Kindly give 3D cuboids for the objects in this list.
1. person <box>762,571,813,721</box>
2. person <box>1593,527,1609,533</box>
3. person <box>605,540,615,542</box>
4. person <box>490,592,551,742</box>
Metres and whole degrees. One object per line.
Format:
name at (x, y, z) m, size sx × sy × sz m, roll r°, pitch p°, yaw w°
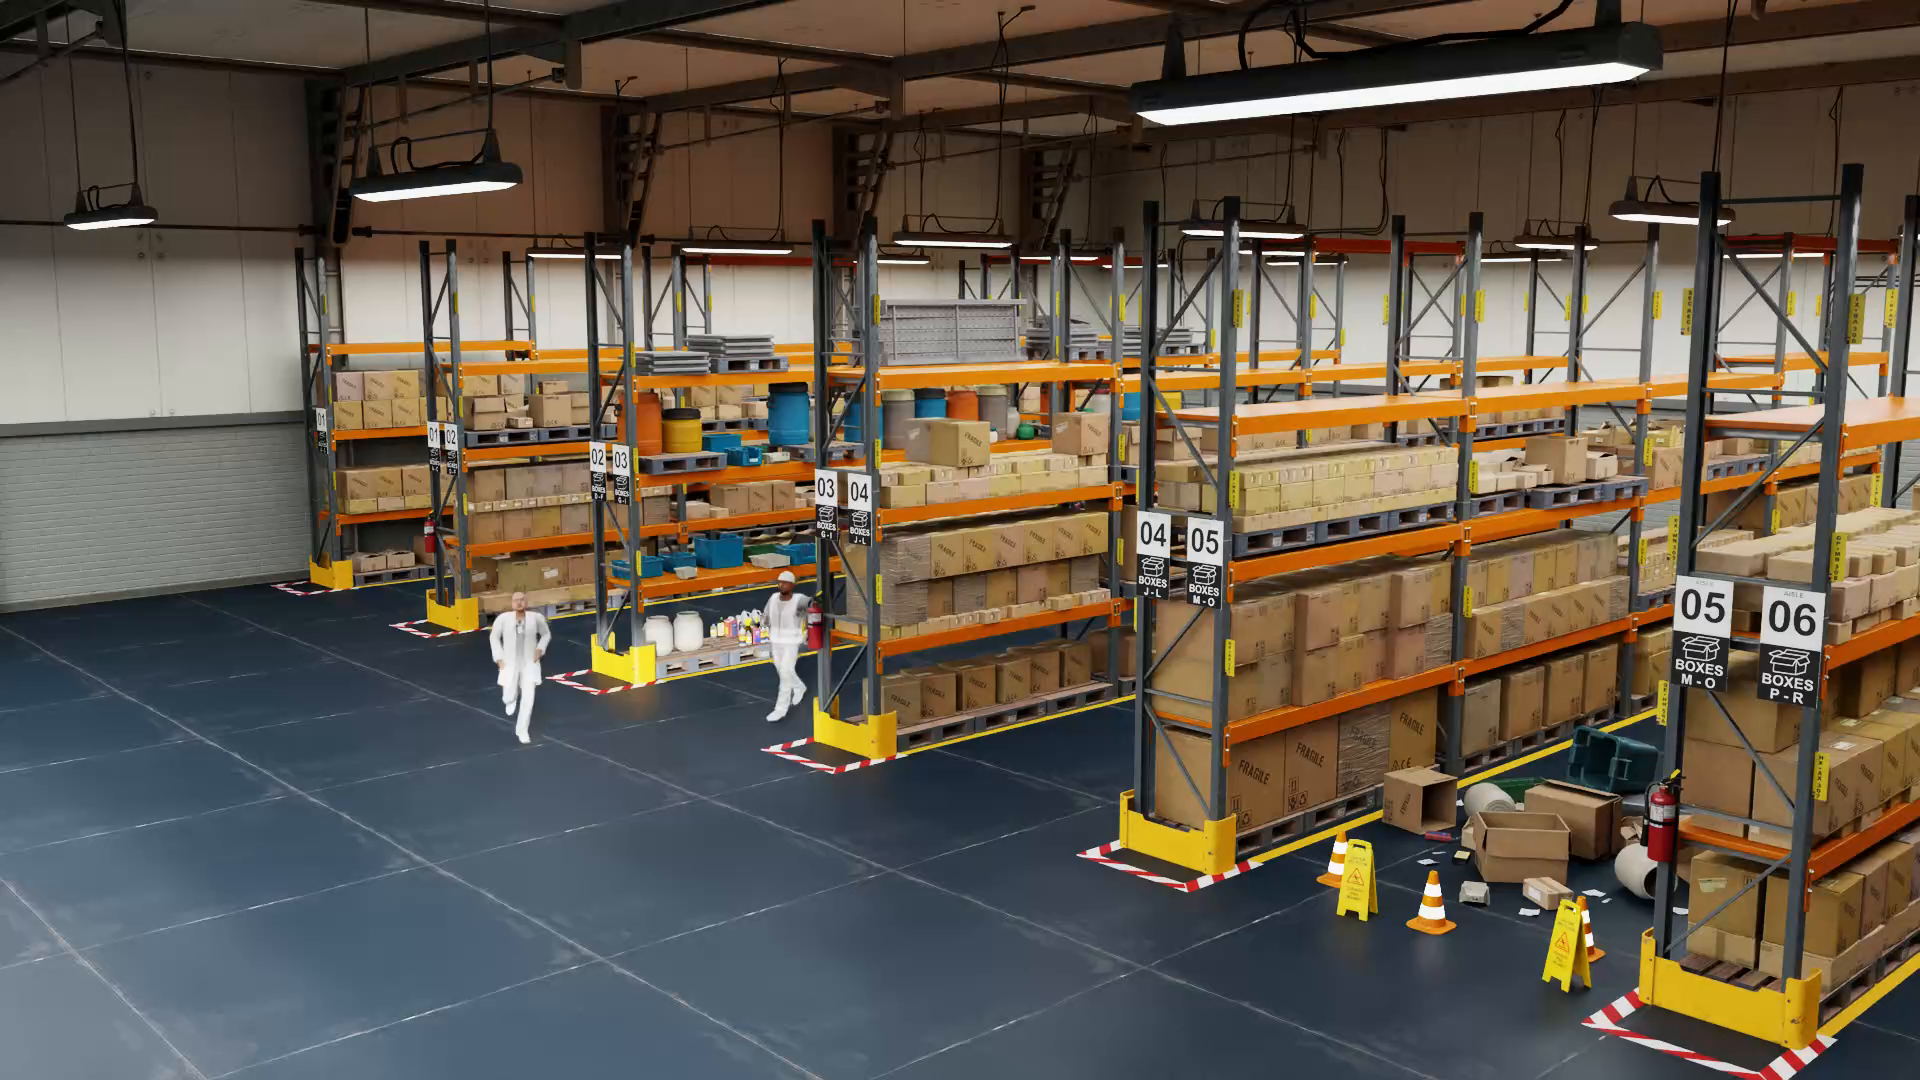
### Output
person at (-2.128, 1.262, 20.488) m, size 0.689 × 1.771 × 0.982 m, roll 5°, pitch 10°, yaw 29°
person at (9.331, 0.722, 24.359) m, size 0.785 × 1.836 × 0.645 m, roll -7°, pitch 11°, yaw -41°
person at (-6.412, -0.125, 30.329) m, size 0.700 × 1.752 × 0.815 m, roll 8°, pitch 11°, yaw 42°
person at (-5.178, 1.457, 19.635) m, size 0.700 × 1.731 × 0.814 m, roll -2°, pitch 9°, yaw -11°
